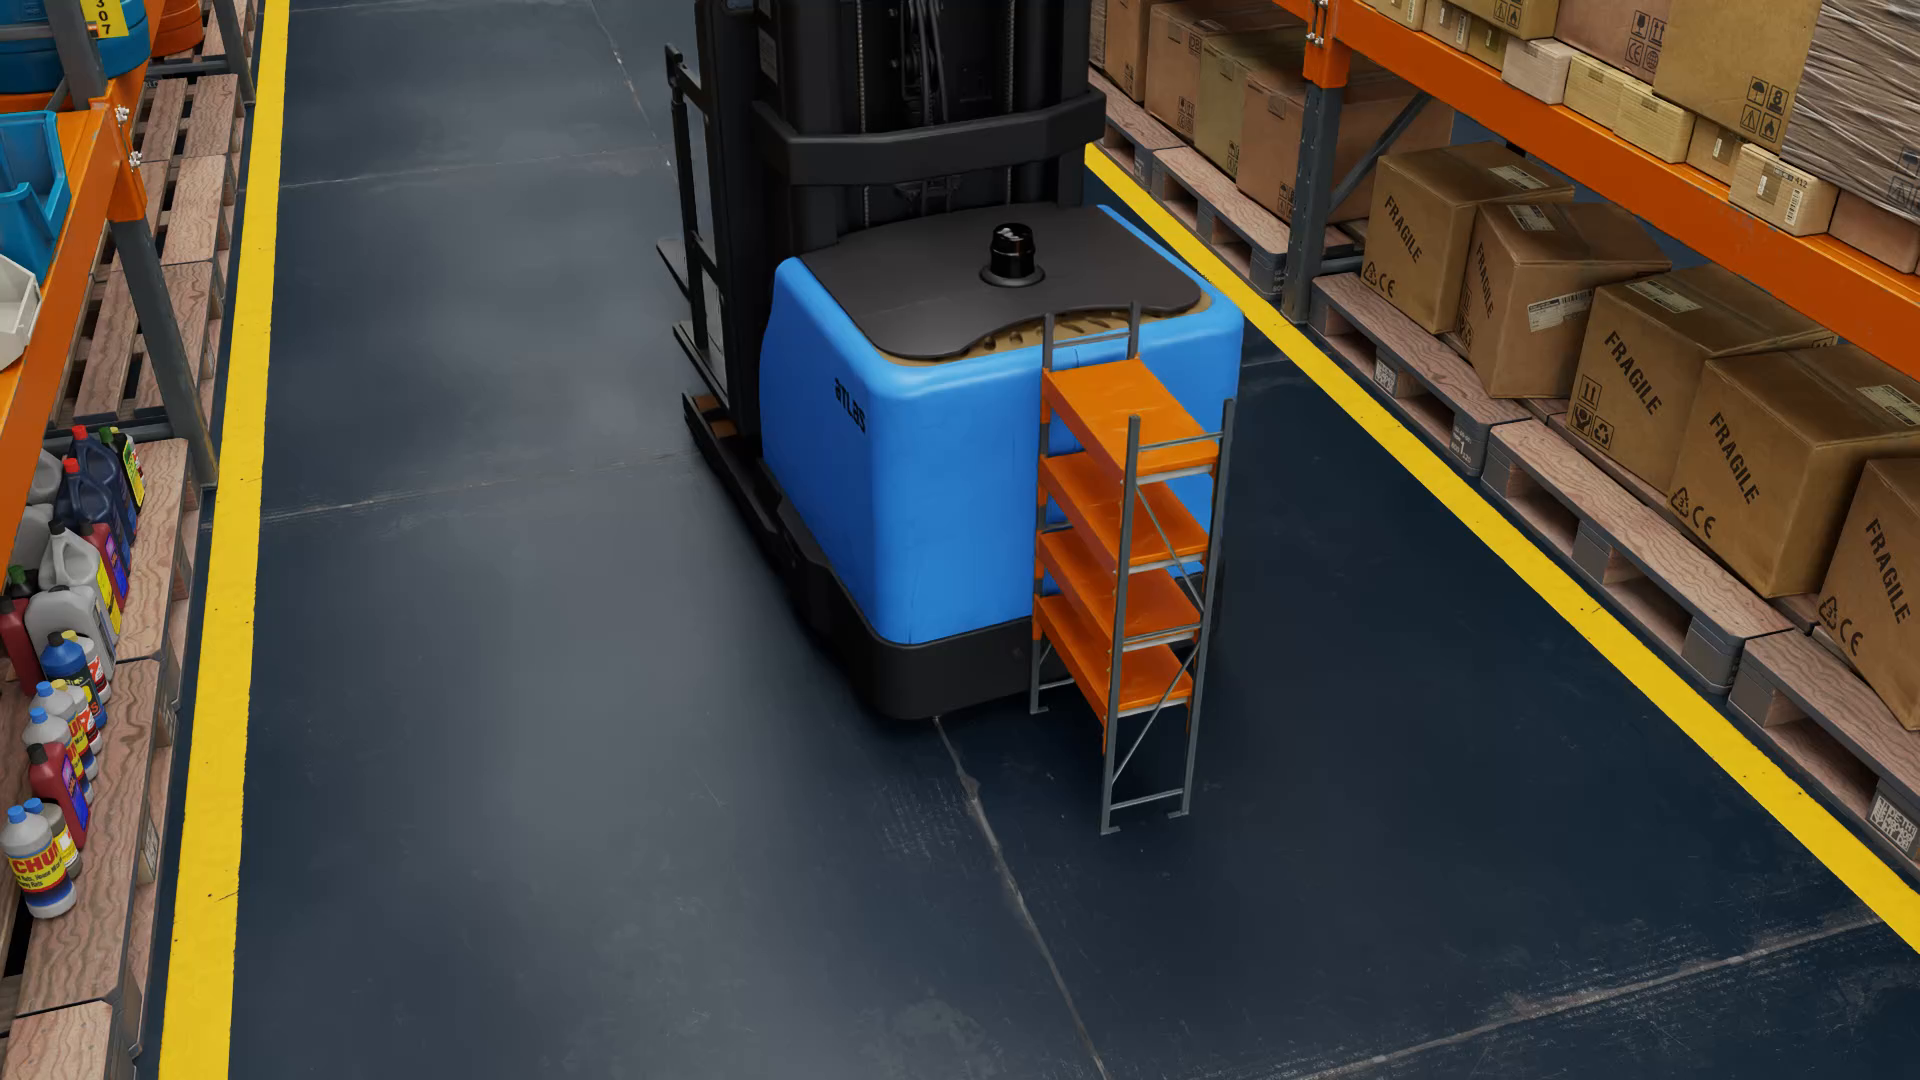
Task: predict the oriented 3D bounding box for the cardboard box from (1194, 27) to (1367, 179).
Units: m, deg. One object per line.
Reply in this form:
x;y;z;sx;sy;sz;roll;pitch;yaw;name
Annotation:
1.470;-1.922;7.306;0.700;0.500;0.500;-10;35;-15;cardboard box

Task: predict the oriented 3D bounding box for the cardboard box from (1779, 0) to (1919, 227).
2.465;-1.073;3.792;0.875;0.500;0.500;-10;35;-15;cardboard box

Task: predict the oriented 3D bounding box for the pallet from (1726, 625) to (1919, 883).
2.747;0.589;4.167;1.003;0.211;1.213;-10;35;-15;pallet

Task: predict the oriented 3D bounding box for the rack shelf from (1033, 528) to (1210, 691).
0.385;0.141;4.061;0.258;0.148;0.480;-11;36;-16;rack shelf

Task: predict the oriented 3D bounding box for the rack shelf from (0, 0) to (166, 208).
-3.562;-2.119;6.388;1.077;0.370;4.000;-10;35;-15;rack shelf

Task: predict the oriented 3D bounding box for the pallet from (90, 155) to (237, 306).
-3.605;-1.253;6.955;1.003;0.211;1.213;-10;35;-15;pallet

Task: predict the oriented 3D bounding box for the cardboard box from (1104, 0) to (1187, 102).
1.129;-2.509;8.194;0.700;0.500;0.500;-7;34;-11;cardboard box

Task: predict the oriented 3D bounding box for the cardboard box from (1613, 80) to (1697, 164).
2.014;-1.148;4.495;0.380;0.149;0.250;-10;35;-15;cardboard box

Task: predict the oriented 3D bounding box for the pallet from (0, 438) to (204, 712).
-2.787;0.154;4.825;1.003;0.211;1.213;-10;35;-15;pallet

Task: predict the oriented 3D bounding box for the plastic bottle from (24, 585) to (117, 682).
-2.279;0.230;4.253;0.152;0.276;0.135;-9;35;-14;plastic bottle

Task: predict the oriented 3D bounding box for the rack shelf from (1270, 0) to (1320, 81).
1.154;-2.952;7.649;1.077;0.370;4.000;-10;35;-15;rack shelf

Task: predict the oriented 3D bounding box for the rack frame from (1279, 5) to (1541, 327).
1.764;-2.202;5.861;1.000;3.000;0.127;-10;35;-15;rack frame

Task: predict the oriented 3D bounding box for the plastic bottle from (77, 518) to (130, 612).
-2.334;0.050;4.519;0.061;0.283;0.133;-8;34;-12;plastic bottle

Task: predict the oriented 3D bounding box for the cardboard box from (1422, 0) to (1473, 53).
1.710;-1.673;5.290;0.380;0.149;0.250;-10;35;-15;cardboard box

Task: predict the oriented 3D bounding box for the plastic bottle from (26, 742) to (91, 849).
-2.040;0.555;3.754;0.061;0.283;0.133;-9;35;-14;plastic bottle

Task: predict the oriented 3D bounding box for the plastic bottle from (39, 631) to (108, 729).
-2.185;0.343;4.086;0.097;0.271;0.097;0;33;0;plastic bottle

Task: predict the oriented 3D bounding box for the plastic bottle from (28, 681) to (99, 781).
-2.124;0.449;3.925;0.097;0.271;0.097;0;33;0;plastic bottle

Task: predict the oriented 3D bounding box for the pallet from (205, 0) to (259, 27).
-4.821;-3.352;10.131;1.003;0.211;1.213;-10;35;-15;pallet

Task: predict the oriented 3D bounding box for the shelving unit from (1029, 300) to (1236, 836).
0.385;0.086;4.023;0.258;1.200;0.503;-11;36;-16;shelving unit

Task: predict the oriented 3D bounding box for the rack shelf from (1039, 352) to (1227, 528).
0.388;-0.238;3.800;0.258;0.148;0.480;-11;36;-16;rack shelf

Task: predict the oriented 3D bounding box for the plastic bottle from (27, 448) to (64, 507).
-2.619;-0.133;4.735;0.144;0.351;0.185;-10;35;-15;plastic bottle

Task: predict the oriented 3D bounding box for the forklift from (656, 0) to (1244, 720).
-0.308;-1.549;4.935;1.130;2.935;3.031;-13;36;-19;forklift

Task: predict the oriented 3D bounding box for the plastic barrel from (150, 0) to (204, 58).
-4.338;-2.993;8.646;0.600;0.830;0.708;-10;35;-15;plastic barrel

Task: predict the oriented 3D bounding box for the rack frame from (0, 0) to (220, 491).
-2.952;-1.369;4.601;1.000;3.000;0.127;-10;35;-15;rack frame

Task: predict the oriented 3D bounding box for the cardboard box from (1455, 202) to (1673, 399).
2.030;-0.818;5.653;0.500;0.500;0.500;0;33;1;cardboard box

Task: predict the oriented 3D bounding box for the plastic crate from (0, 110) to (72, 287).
-2.356;-0.771;3.831;0.499;0.251;0.616;-10;35;-15;plastic crate

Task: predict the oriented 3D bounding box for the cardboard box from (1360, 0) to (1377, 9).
1.544;-1.934;5.683;0.380;0.149;0.250;-10;35;-15;cardboard box

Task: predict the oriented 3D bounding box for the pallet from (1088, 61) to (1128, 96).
0.781;-2.728;9.187;1.003;0.211;1.213;-10;35;-15;pallet

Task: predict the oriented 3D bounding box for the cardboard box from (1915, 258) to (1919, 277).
2.402;-0.638;3.722;0.380;0.149;0.250;-10;35;-15;cardboard box

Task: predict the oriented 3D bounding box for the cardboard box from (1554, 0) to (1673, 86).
2.210;-1.607;4.600;0.875;0.500;0.500;-10;35;-15;cardboard box

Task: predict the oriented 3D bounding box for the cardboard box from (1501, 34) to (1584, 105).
1.832;-1.406;4.884;0.380;0.149;0.250;-10;35;-15;cardboard box

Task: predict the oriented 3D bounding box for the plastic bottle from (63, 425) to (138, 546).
-2.481;-0.158;4.771;0.144;0.351;0.185;-11;35;-16;plastic bottle

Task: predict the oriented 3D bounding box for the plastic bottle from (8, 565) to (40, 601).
-2.414;0.172;4.334;0.061;0.283;0.133;-10;35;-15;plastic bottle

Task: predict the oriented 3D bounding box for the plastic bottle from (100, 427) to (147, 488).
-2.545;-0.247;5.042;0.097;0.201;0.097;0;33;0;plastic bottle

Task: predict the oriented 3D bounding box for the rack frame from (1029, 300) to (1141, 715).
0.306;-0.045;4.213;0.240;1.200;0.015;-11;36;-16;rack frame

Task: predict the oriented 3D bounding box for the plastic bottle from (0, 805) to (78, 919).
-1.989;0.682;3.573;0.097;0.271;0.097;0;33;0;plastic bottle

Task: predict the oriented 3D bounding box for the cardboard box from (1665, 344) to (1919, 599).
2.422;-0.205;4.725;0.500;0.500;0.500;-7;34;-10;cardboard box

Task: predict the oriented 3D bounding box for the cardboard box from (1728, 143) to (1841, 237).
2.143;-0.882;4.091;0.380;0.149;0.250;-10;35;-15;cardboard box

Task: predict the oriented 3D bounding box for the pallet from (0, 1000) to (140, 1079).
-2.043;1.435;2.887;1.003;0.211;1.213;-10;35;-15;pallet

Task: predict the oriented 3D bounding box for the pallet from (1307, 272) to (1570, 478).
2.003;-0.692;6.105;1.003;0.211;1.213;-10;35;-15;pallet
